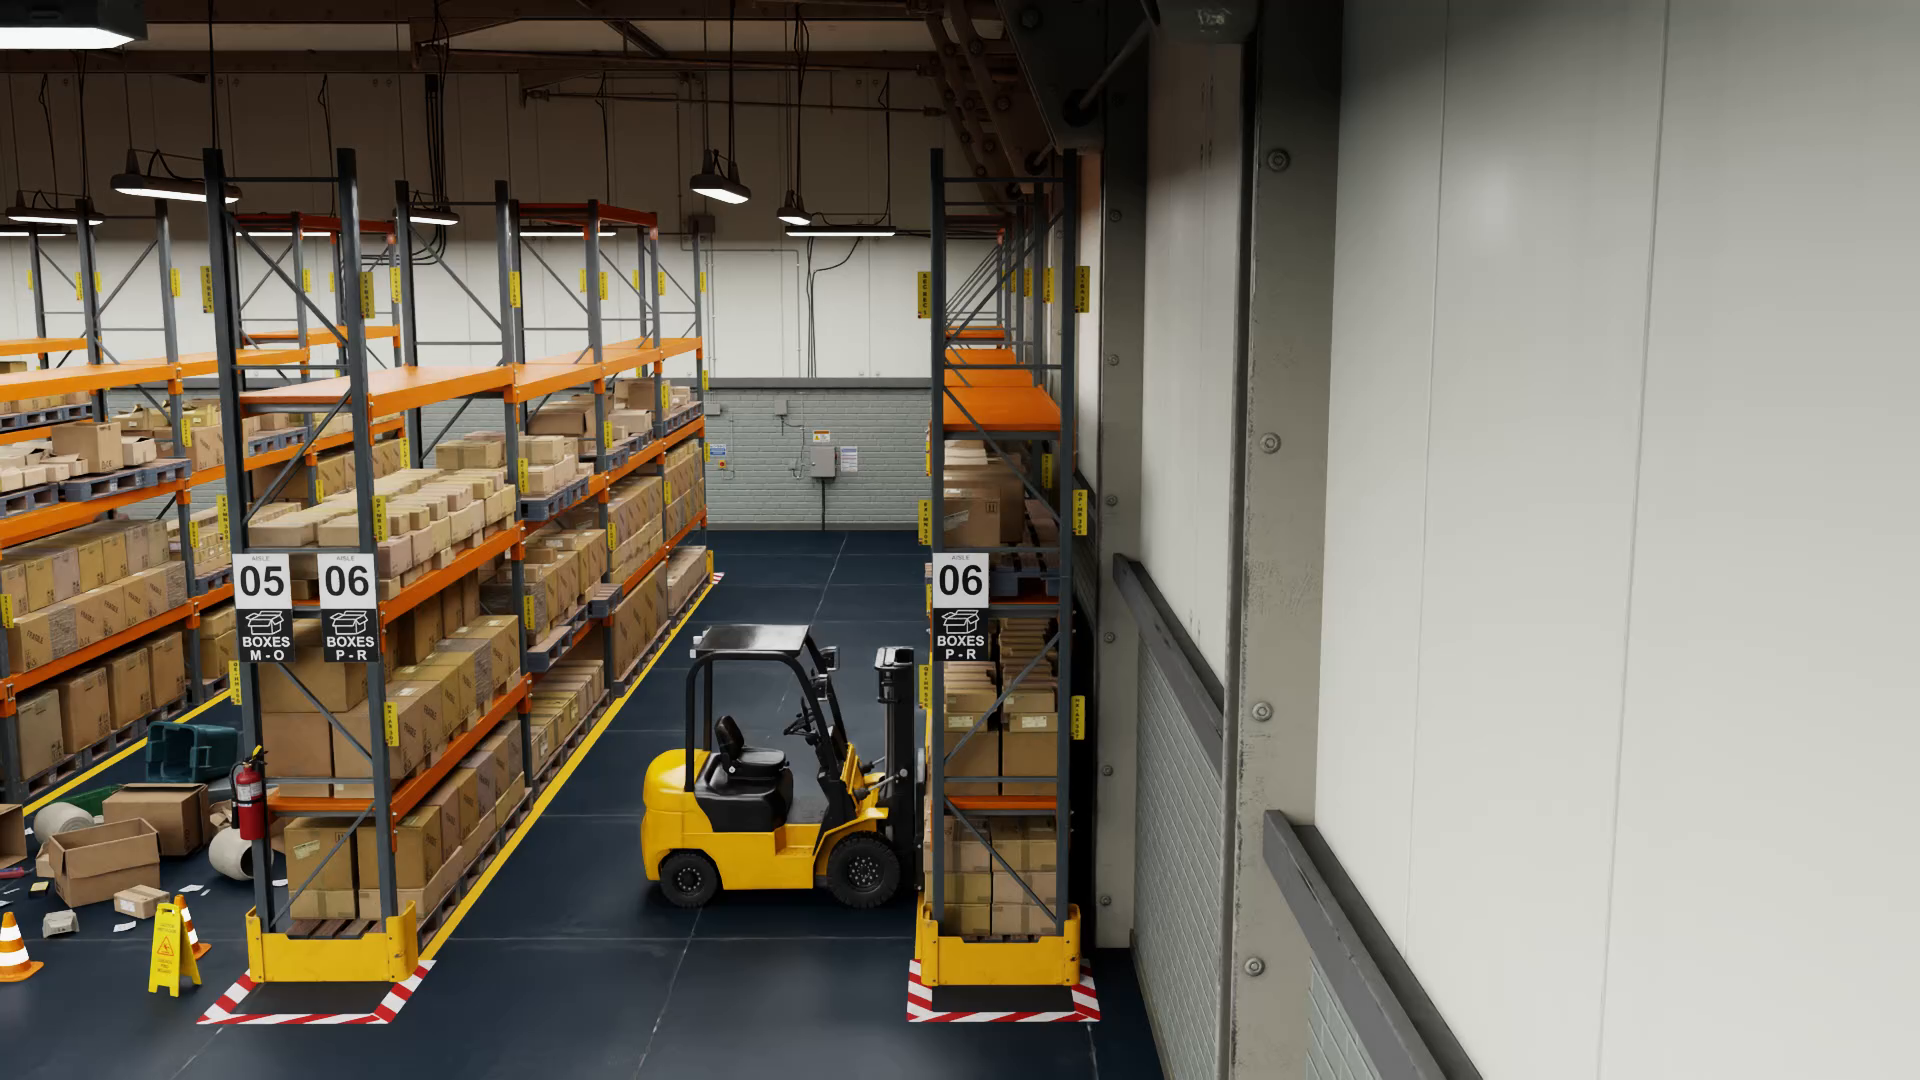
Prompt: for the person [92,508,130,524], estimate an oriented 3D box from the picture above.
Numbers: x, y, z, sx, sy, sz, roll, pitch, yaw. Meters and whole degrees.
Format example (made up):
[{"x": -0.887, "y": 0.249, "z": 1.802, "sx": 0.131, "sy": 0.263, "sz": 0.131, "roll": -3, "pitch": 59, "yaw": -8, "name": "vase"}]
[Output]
[{"x": -13.073, "y": 0.207, "z": 25.645, "sx": 0.541, "sy": 1.730, "sz": 1.037, "roll": -2, "pitch": 9, "yaw": -11, "name": "person"}]
